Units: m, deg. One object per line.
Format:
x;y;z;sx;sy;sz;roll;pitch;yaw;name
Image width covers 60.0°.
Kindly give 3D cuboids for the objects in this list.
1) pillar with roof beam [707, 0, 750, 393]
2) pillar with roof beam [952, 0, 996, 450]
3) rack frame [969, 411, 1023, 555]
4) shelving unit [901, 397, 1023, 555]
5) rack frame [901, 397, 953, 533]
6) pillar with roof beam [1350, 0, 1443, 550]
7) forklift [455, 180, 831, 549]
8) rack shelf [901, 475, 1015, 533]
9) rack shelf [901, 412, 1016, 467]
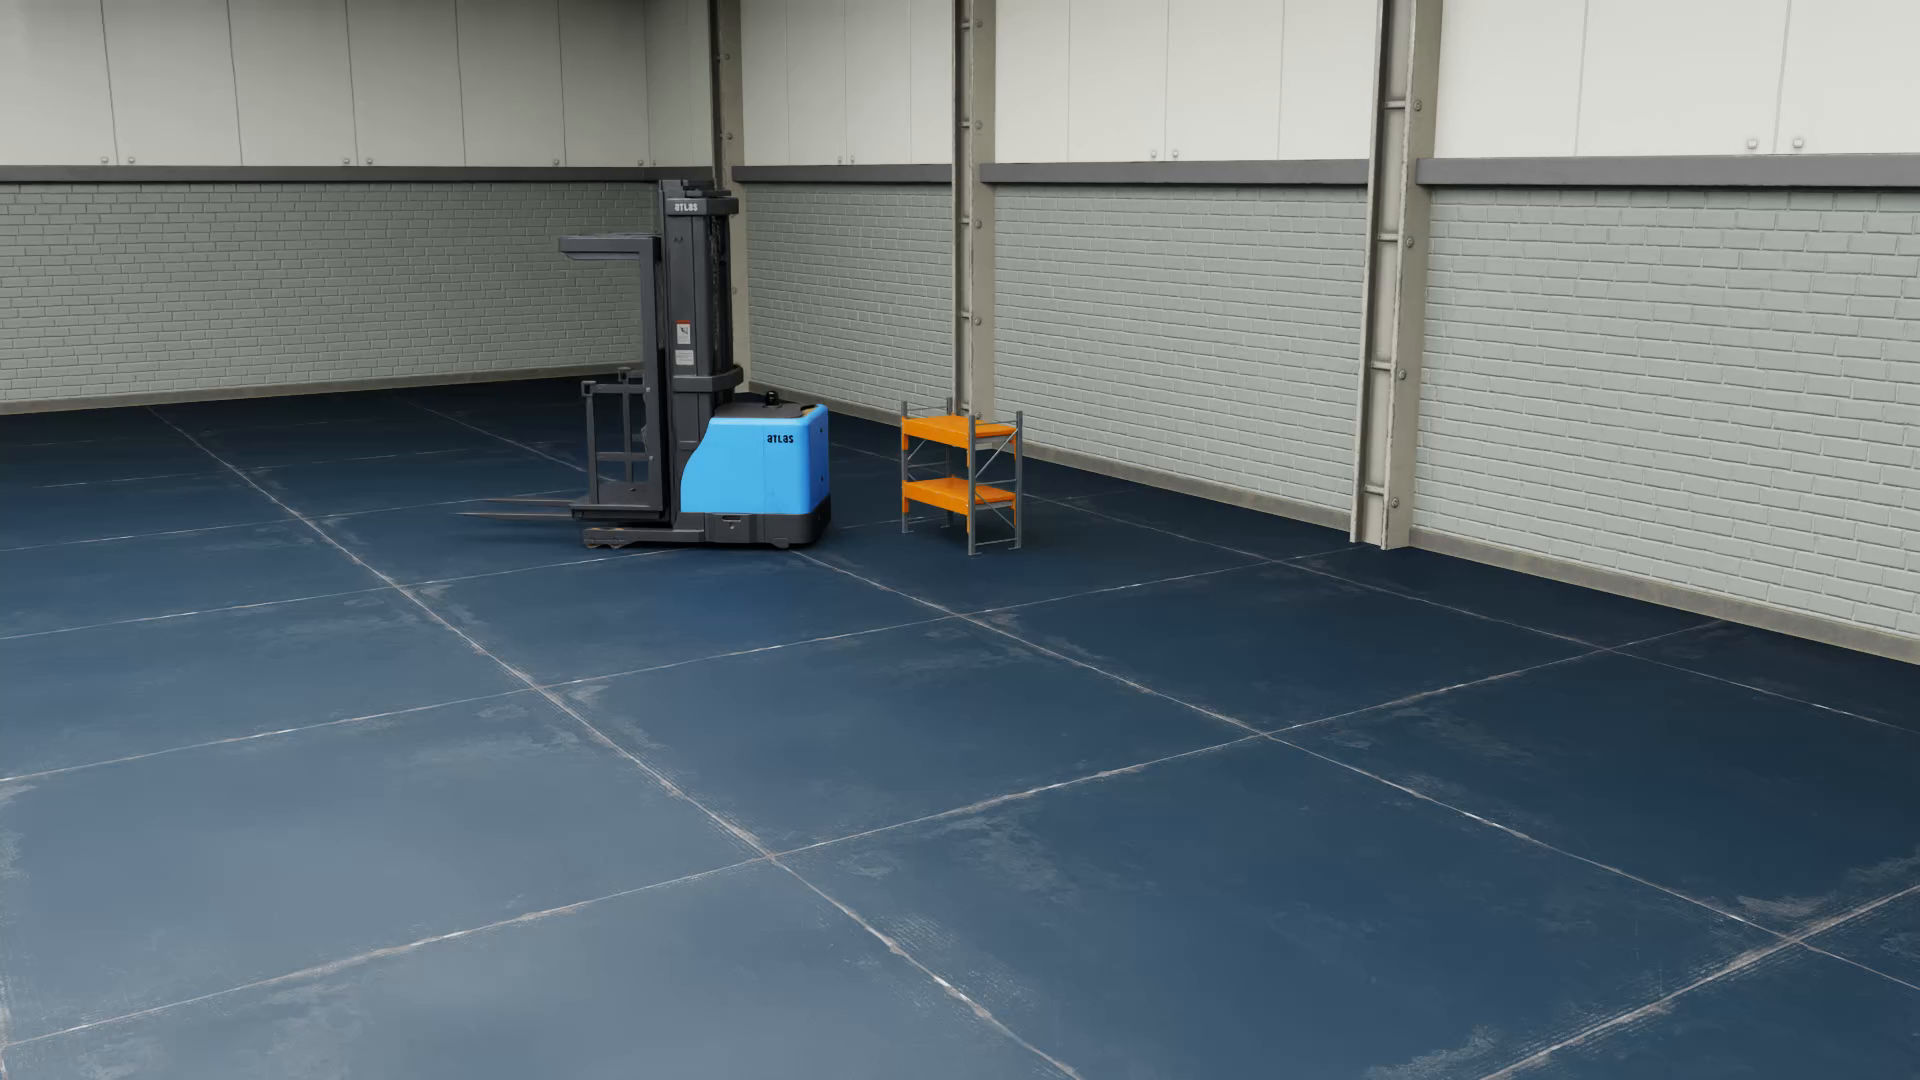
-6.762;-5.993;20.205;9.100;9.000;0.400;-8;15;-33;pillar with roof beam
-3.437;-4.926;15.325;9.100;9.000;0.400;-8;15;-33;pillar with roof beam
0.285;-0.458;13.323;0.500;1.125;0.032;-8;15;-33;rack frame
0.004;-0.548;13.736;0.538;1.125;1.048;-8;15;-33;shelving unit
-0.278;-0.639;14.150;0.500;1.125;0.032;-8;15;-33;rack frame
-0.113;-3.859;10.445;9.100;9.000;0.400;-8;15;-33;pillar with roof beam
-2.657;-1.473;13.737;3.031;2.935;1.130;1;12;5;forklift
0.004;-0.309;13.788;0.538;0.278;1.000;-8;15;-33;rack shelf
0.004;-0.834;13.674;0.538;0.278;1.000;-8;15;-33;rack shelf
